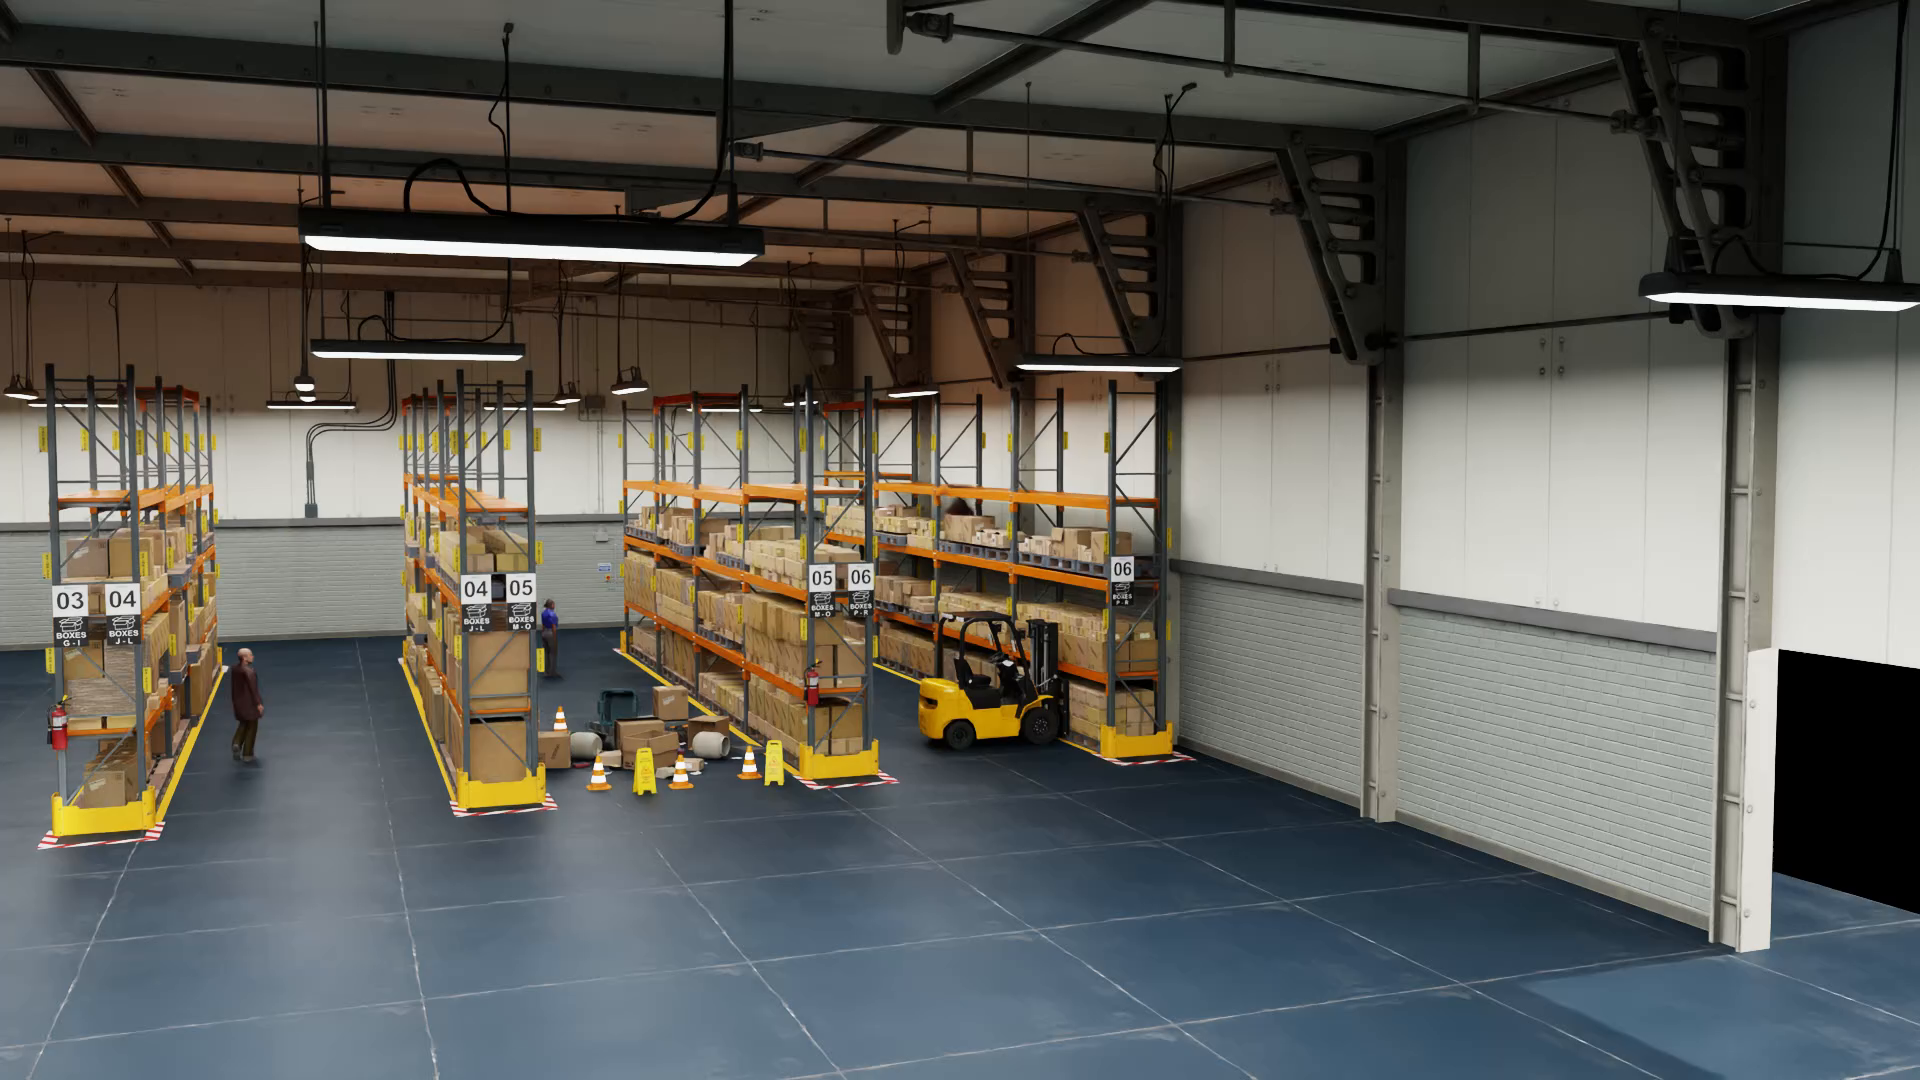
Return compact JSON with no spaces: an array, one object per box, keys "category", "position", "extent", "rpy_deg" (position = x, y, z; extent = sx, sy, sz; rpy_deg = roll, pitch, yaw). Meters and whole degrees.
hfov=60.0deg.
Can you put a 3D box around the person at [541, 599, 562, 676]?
[{"category":"person","position":[-8.753,2.084,35.573],"extent":[0.510,1.659,0.355],"rpy_deg":[3,5,43]}]

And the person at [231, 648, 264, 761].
[{"category":"person","position":[-11.187,2.580,26.046],"extent":[0.579,1.789,0.519],"rpy_deg":[1,3,11]}]
